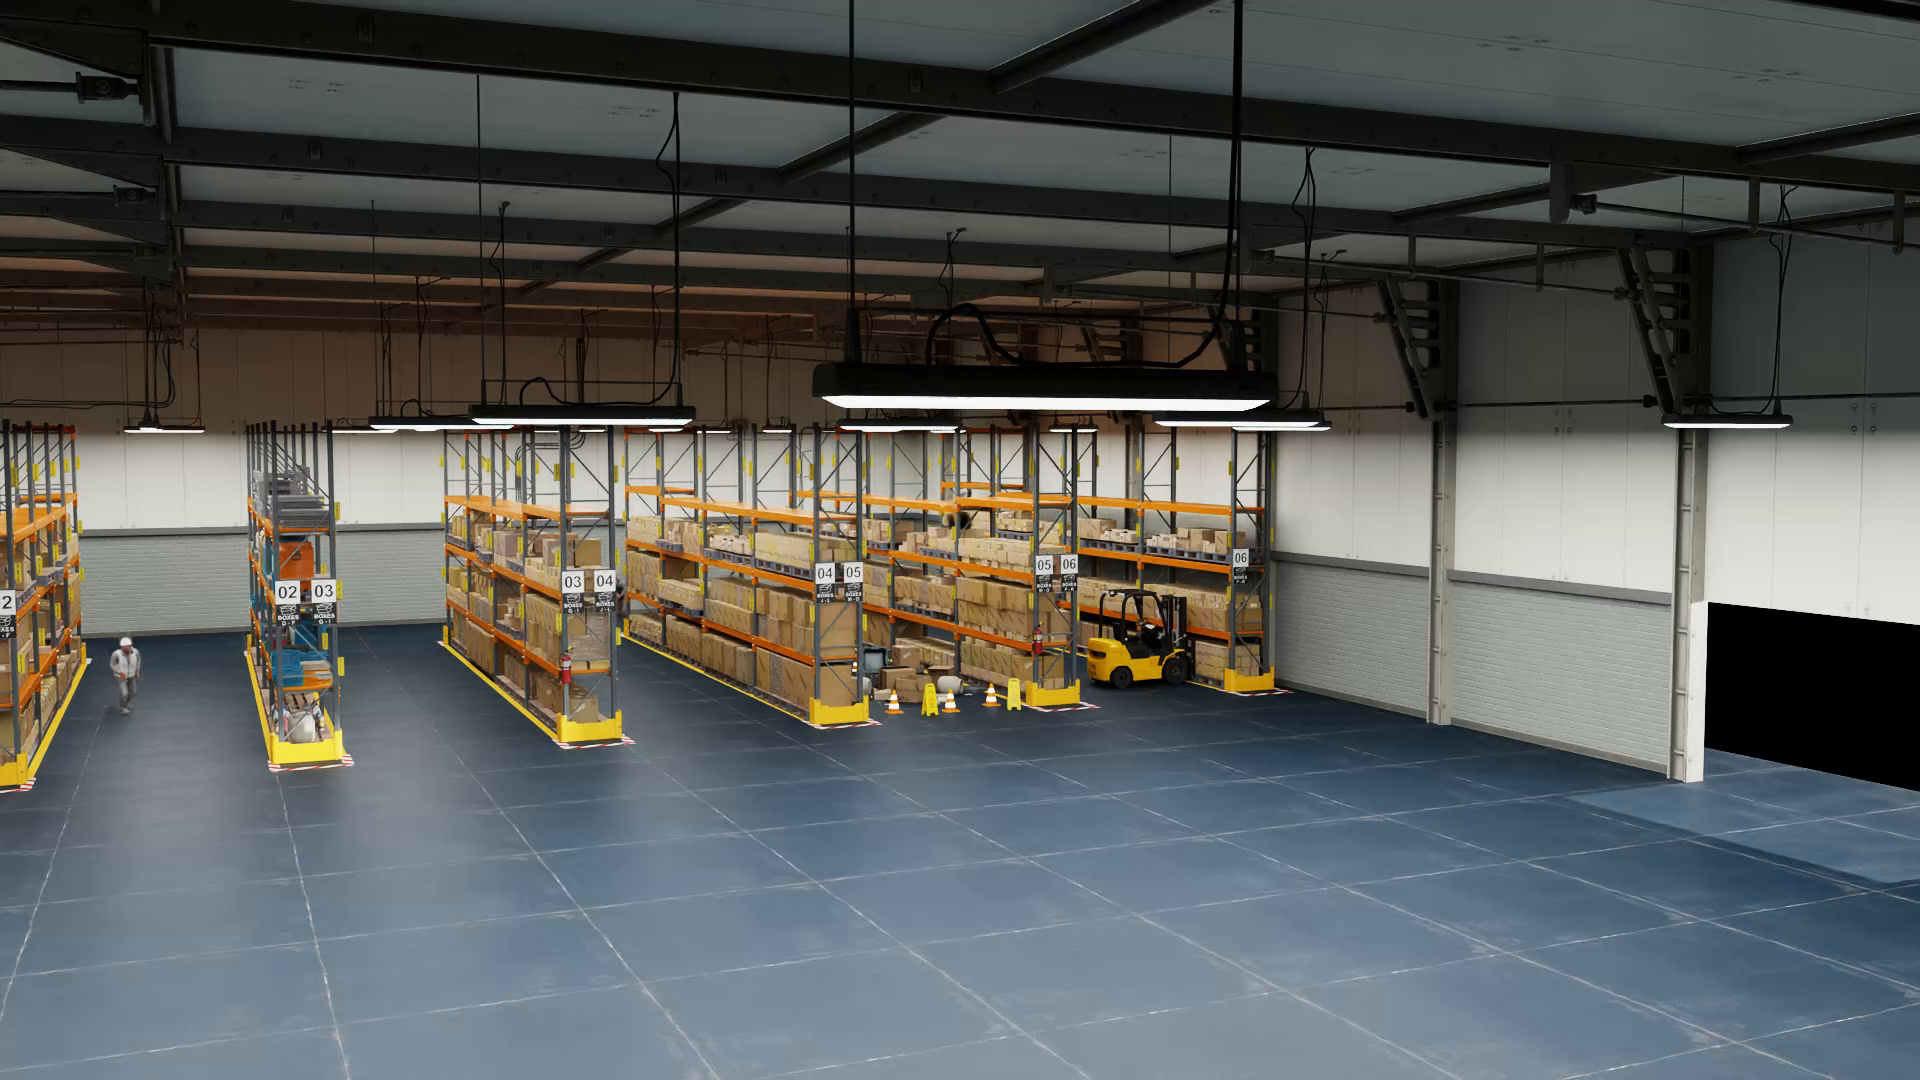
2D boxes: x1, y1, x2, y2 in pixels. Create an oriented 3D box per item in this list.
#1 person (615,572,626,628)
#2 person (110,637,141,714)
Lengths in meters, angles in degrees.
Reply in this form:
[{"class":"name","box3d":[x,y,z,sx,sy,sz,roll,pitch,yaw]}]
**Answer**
[{"class":"person","box3d":[-10.140,1.795,49.361,0.662,1.738,0.772,1,4,22]},{"class":"person","box3d":[-17.177,2.774,34.204,0.920,1.616,0.642,3,5,38]}]
